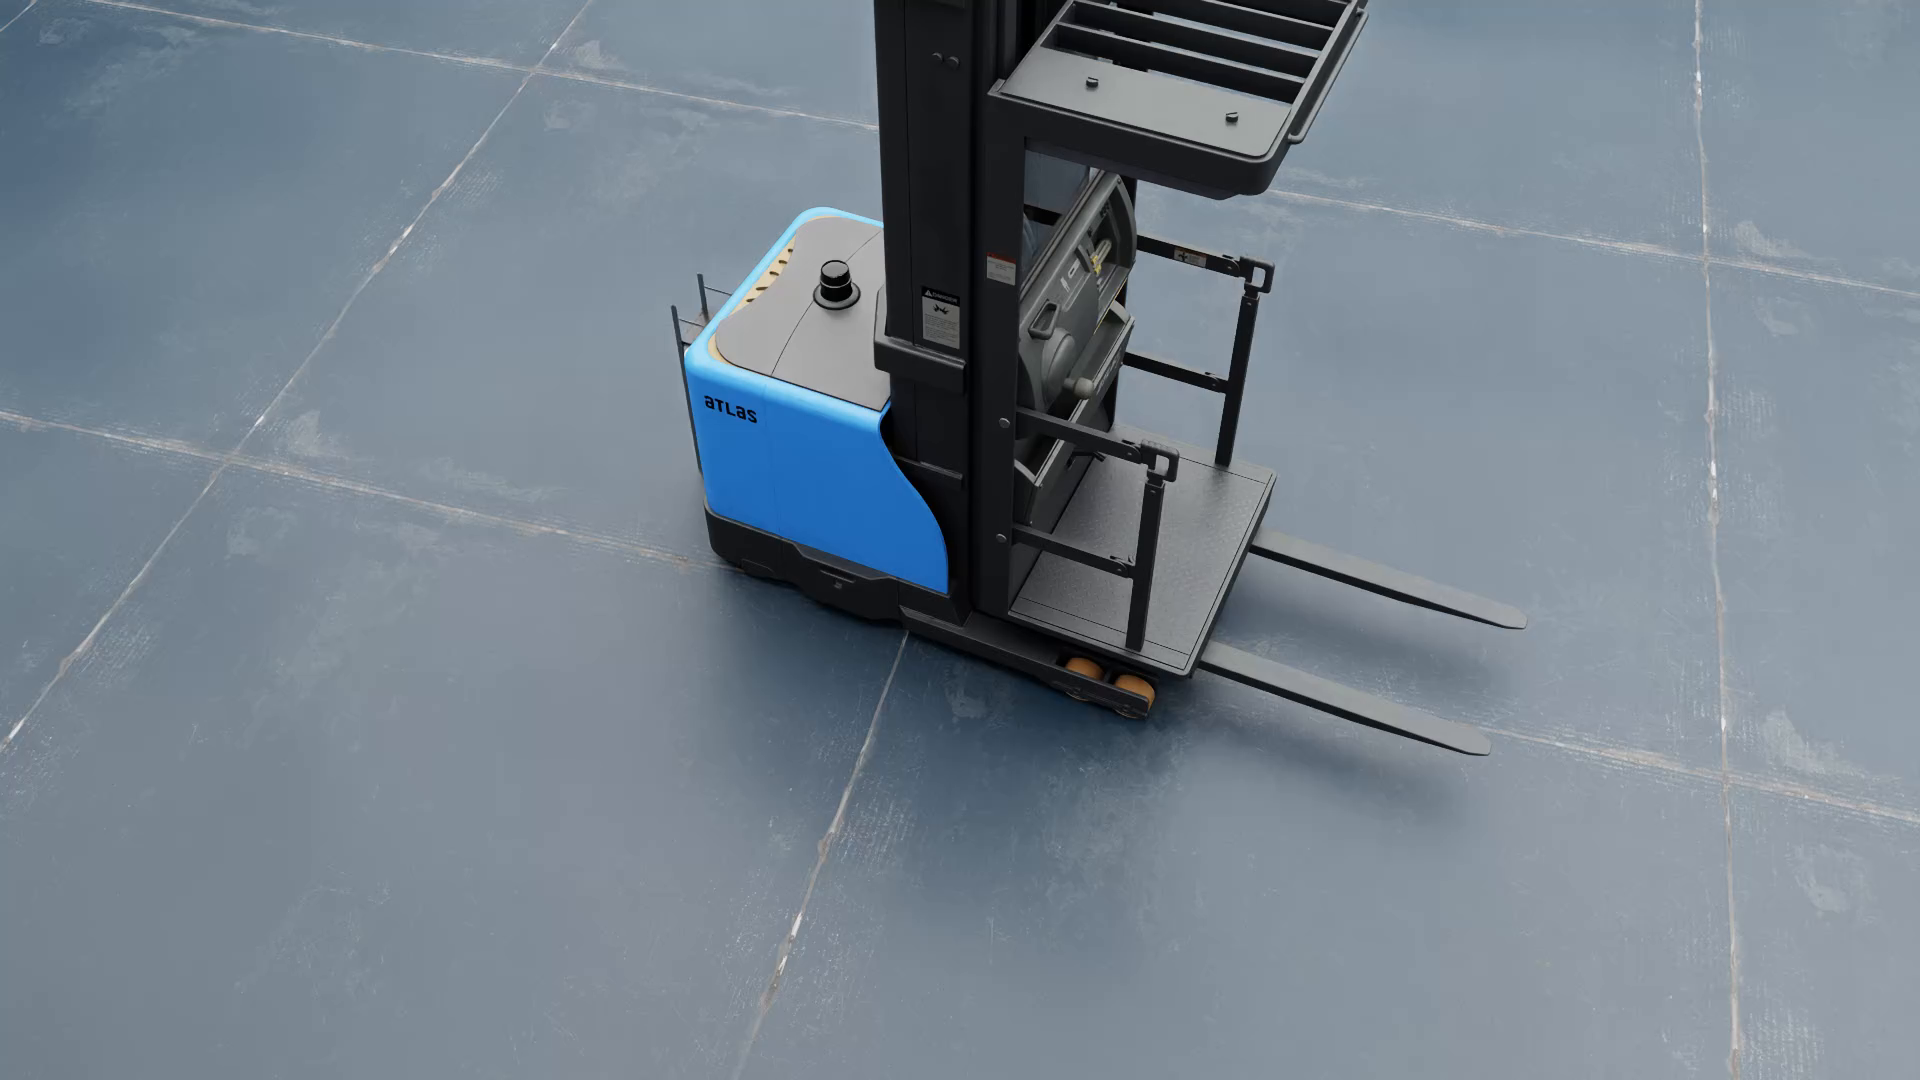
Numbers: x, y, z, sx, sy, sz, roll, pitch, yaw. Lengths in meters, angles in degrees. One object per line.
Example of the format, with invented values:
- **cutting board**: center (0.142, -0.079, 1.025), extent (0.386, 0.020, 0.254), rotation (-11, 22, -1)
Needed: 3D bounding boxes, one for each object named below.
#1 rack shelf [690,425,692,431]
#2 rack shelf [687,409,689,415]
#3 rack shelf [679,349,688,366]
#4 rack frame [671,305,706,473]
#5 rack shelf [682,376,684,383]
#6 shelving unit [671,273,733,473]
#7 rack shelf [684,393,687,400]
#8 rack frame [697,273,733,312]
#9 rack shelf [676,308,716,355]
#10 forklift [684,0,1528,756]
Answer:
- **rack shelf**: center (-0.936, -0.479, 6.776), extent (0.258, 0.077, 0.200), rotation (18, 51, 15)
- **rack shelf**: center (-0.936, -0.539, 6.709), extent (0.258, 0.077, 0.200), rotation (18, 51, 15)
- **rack shelf**: center (-0.936, -0.717, 6.506), extent (0.258, 0.077, 0.200), rotation (18, 51, 15)
- **rack frame**: center (-0.976, -0.550, 6.554), extent (0.240, 0.900, 0.006), rotation (18, 51, 15)
- **rack shelf**: center (-0.936, -0.658, 6.574), extent (0.258, 0.077, 0.200), rotation (18, 51, 15)
- **shelving unit**: center (-0.936, -0.620, 6.616), extent (0.258, 0.900, 0.210), rotation (18, 51, 15)
- **rack shelf**: center (-0.936, -0.598, 6.641), extent (0.258, 0.077, 0.200), rotation (18, 51, 15)
- **rack frame**: center (-0.896, -0.691, 6.678), extent (0.240, 0.900, 0.006), rotation (18, 51, 15)
- **rack shelf**: center (-0.936, -0.777, 6.439), extent (0.258, 0.077, 0.200), rotation (18, 51, 15)
- **forklift**: center (0.575, -0.776, 5.399), extent (3.031, 2.935, 1.130), rotation (19, 51, 16)
